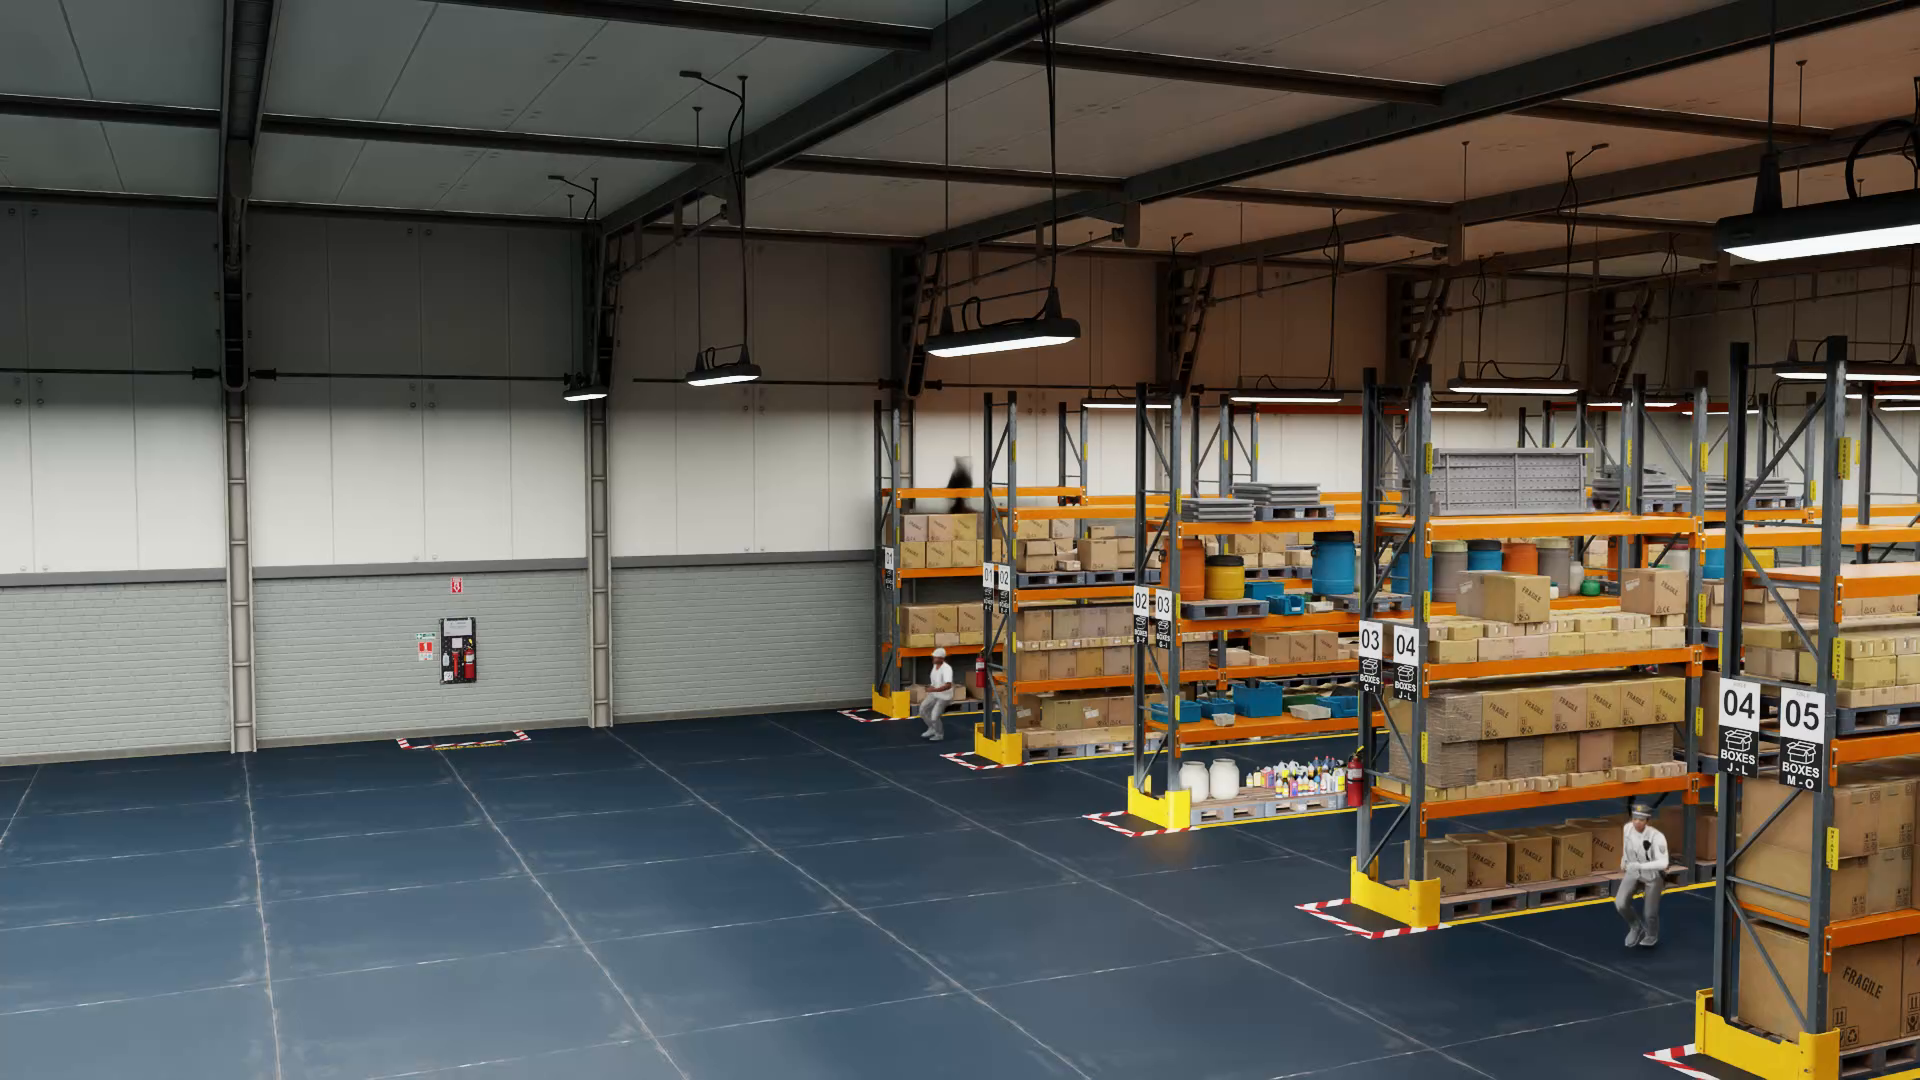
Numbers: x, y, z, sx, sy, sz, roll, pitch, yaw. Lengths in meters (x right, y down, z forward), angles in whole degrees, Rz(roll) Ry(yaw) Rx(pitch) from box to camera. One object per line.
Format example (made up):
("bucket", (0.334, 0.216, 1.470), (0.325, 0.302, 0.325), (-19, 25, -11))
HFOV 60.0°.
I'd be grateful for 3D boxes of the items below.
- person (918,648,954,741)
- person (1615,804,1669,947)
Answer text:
("person", (-0.428, 2.672, 28.661), (0.697, 1.653, 0.892), (-3, 4, -39))
("person", (6.893, 3.397, 16.793), (0.601, 1.547, 0.897), (3, 4, 41))
